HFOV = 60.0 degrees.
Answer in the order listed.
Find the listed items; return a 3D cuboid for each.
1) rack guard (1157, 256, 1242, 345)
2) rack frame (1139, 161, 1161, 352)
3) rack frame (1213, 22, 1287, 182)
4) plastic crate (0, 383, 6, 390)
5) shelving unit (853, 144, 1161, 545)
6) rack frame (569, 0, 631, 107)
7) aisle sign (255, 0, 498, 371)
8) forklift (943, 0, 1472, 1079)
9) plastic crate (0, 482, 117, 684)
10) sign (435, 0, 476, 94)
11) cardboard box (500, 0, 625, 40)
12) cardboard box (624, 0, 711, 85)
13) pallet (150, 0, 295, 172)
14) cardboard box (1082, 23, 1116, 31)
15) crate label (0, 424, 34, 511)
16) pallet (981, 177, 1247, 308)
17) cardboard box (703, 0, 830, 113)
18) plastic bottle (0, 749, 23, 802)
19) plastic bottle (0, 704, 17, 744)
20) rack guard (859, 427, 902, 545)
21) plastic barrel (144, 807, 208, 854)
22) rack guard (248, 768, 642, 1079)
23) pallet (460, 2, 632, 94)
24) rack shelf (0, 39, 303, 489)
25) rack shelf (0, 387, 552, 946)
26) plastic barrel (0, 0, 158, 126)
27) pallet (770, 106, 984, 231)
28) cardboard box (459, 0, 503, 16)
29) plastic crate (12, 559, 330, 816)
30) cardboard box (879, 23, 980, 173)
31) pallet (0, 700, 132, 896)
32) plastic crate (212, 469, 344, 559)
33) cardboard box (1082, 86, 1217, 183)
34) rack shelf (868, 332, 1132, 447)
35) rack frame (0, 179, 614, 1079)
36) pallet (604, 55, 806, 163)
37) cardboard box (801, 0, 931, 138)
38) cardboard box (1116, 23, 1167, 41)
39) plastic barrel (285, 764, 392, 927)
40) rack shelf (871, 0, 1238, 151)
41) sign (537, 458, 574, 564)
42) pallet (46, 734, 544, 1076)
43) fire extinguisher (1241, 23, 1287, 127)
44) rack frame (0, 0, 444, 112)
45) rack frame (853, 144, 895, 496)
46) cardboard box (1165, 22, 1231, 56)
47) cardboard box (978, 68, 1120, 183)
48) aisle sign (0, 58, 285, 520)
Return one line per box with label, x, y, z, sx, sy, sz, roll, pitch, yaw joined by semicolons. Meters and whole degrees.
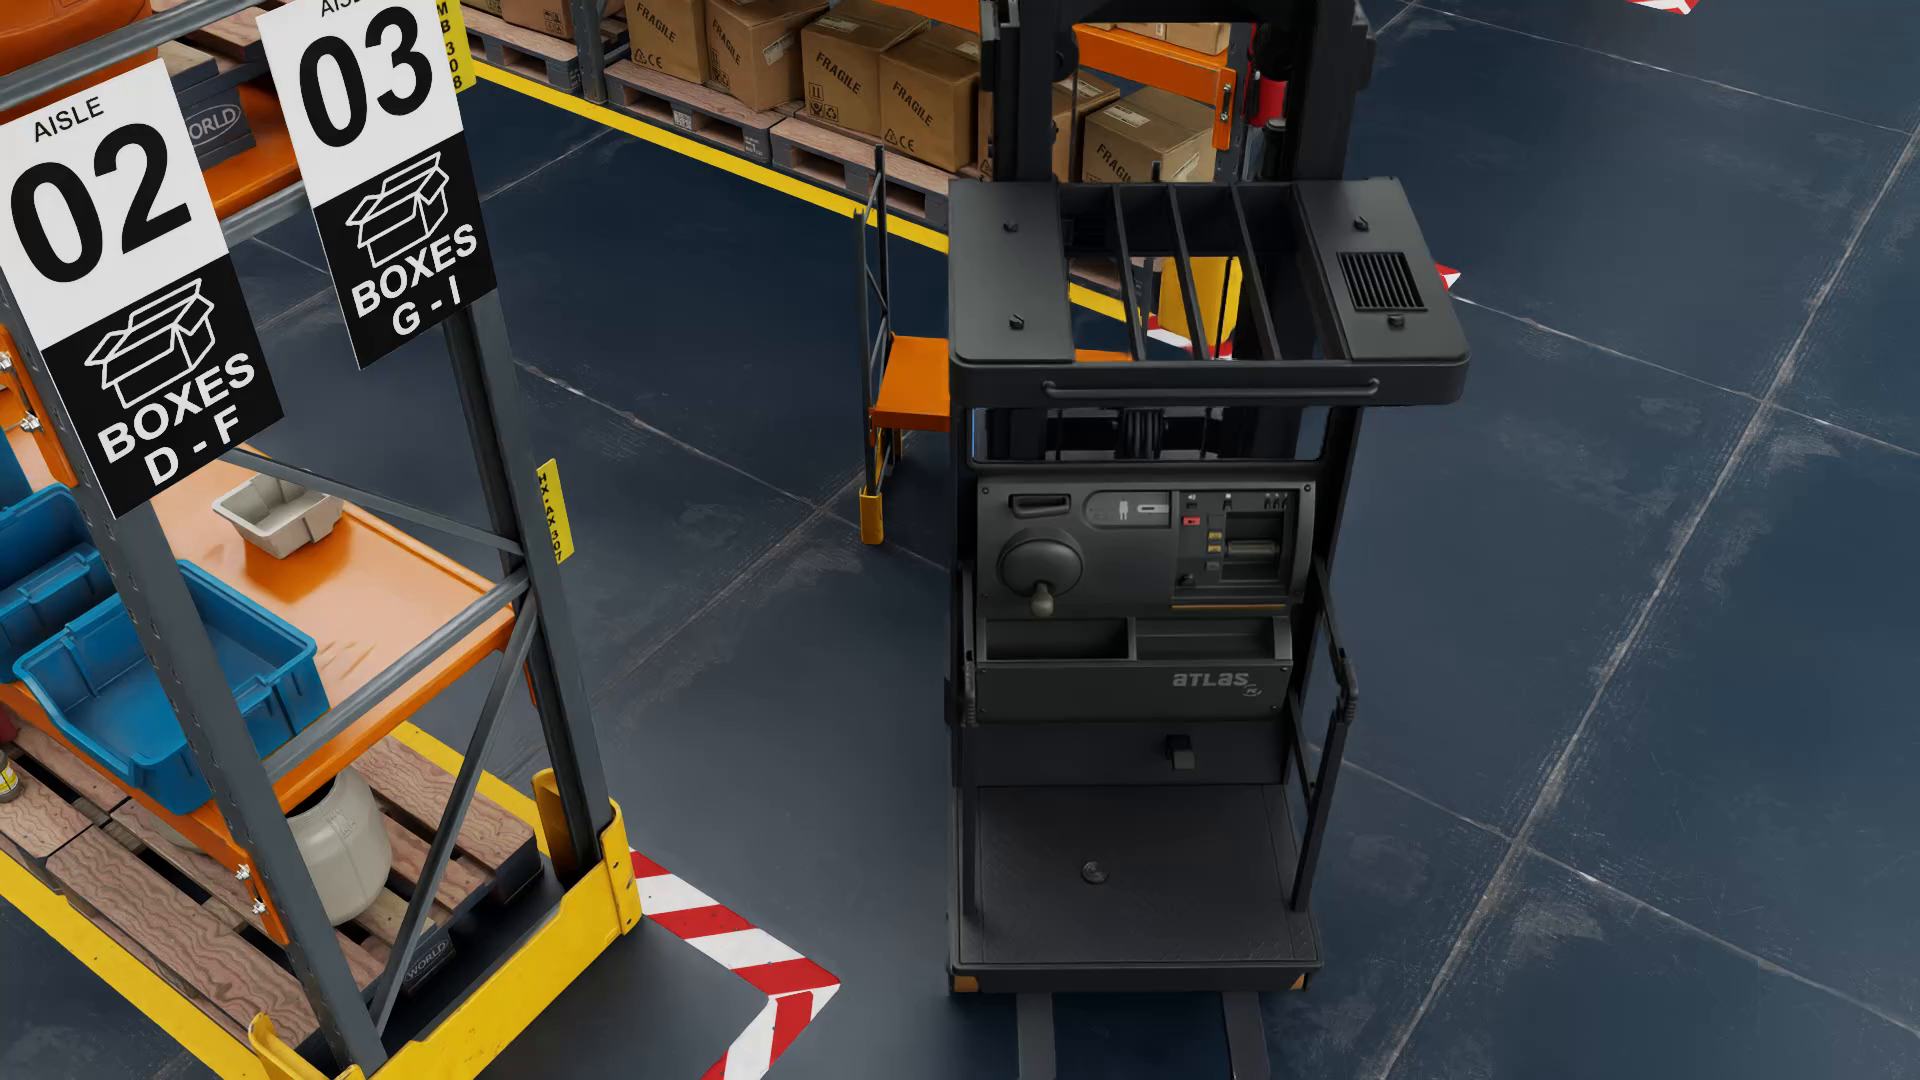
rack guard;1.388;-1.463;8.010;0.348;0.500;1.175;25;48;25
rack frame;0.684;-0.652;6.354;0.032;1.500;0.500;5;42;5
rack frame;1.450;-2.365;7.144;0.127;3.000;1.000;25;48;25
plastic crate;-3.194;-0.611;5.381;0.437;0.136;0.530;25;48;25
shelving unit;0.170;-0.695;6.402;1.083;1.500;0.587;5;42;5
rack frame;-1.825;-3.897;8.855;0.127;3.000;1.000;25;48;25
aisle sign;-1.167;-0.762;3.403;0.004;0.787;0.394;25;48;25
forklift;0.516;0.098;4.443;1.130;2.935;3.031;0;42;0
plastic crate;-2.504;0.114;4.484;0.408;0.251;0.499;25;48;25
sign;-1.074;-1.081;3.452;0.005;0.325;0.100;25;48;25
cardboard box;-2.315;-3.376;9.818;0.500;0.500;0.700;22;46;22
cardboard box;-1.520;-2.947;9.353;0.500;0.500;0.500;24;47;24
pallet;-2.015;-1.079;3.598;1.213;0.211;1.003;25;48;25
cardboard box;0.660;-2.432;7.406;0.250;0.149;0.380;25;48;25
crate label;-3.056;-0.231;4.733;0.616;0.435;0.502;25;48;25
pallet;0.743;-1.685;8.475;1.213;0.211;1.003;25;48;25
cardboard box;-1.047;-2.732;9.113;0.500;0.500;0.500;-26;48;-26
plastic bottle;-3.149;0.754;5.427;0.097;0.201;0.097;0;42;0
plastic bottle;-3.279;0.554;5.589;0.133;0.283;0.061;25;48;25
rack guard;-0.324;-0.270;6.864;0.087;0.250;0.587;5;42;5
plastic barrel;-2.387;0.707;5.261;0.421;0.512;0.421;0;42;0
rack guard;-1.483;1.267;4.959;0.348;0.500;1.175;25;48;25
pallet;-2.463;-3.155;10.117;1.213;0.211;1.003;25;48;25
rack shelf;-3.031;-1.277;4.217;4.000;0.370;1.077;25;48;25
rack shelf;-3.031;-0.159;5.217;4.000;0.370;1.077;25;48;25
plastic barrel;-1.864;-1.212;2.969;0.708;0.830;0.600;25;48;25
pallet;-0.251;-2.153;8.998;1.213;0.211;1.003;25;48;25
cardboard box;-2.695;-3.569;10.034;0.500;0.500;0.700;25;47;25
plastic crate;-1.975;0.366;4.203;0.616;0.251;0.499;25;48;25
cardboard box;-0.062;-2.299;8.629;0.500;0.500;0.500;30;50;29
pallet;-3.140;0.593;5.929;1.213;0.211;1.003;25;48;25
plastic crate;-1.942;-0.081;4.789;0.250;0.136;0.298;25;48;25
cardboard box;0.949;-1.838;8.115;0.500;0.500;0.500;-33;51;-31
rack shelf;0.180;-0.560;6.521;1.000;0.185;0.538;5;42;5
rack frame;-1.394;0.339;4.122;0.127;3.000;1.000;25;48;25
pallet;-1.254;-2.620;9.519;1.213;0.211;1.003;25;48;25
cardboard box;-0.493;-2.537;8.895;0.500;0.500;0.500;21;46;22
cardboard box;0.894;-2.364;7.331;0.250;0.149;0.380;25;48;25
plastic barrel;-1.976;0.899;5.046;0.421;0.512;0.421;0;42;0
rack shelf;-0.187;-2.863;8.239;4.000;0.370;1.077;25;48;25
sign;-1.074;-0.063;4.363;0.005;0.325;0.100;25;48;25
pallet;-2.145;1.061;5.406;1.213;0.211;1.003;25;48;25
fire extinguisher;1.279;-2.041;6.839;0.183;0.674;0.296;25;48;25
rack frame;-1.394;-1.897;2.121;0.127;3.000;1.000;25;48;25
rack frame;-0.325;-0.736;6.448;0.032;1.500;0.500;5;42;5
cardboard box;1.098;-2.268;7.224;0.250;0.149;0.380;25;48;25
cardboard box;0.440;-2.049;8.350;0.500;0.500;0.500;-29;49;-28
aisle sign;-1.505;-0.440;3.043;0.004;0.787;0.394;25;48;25
